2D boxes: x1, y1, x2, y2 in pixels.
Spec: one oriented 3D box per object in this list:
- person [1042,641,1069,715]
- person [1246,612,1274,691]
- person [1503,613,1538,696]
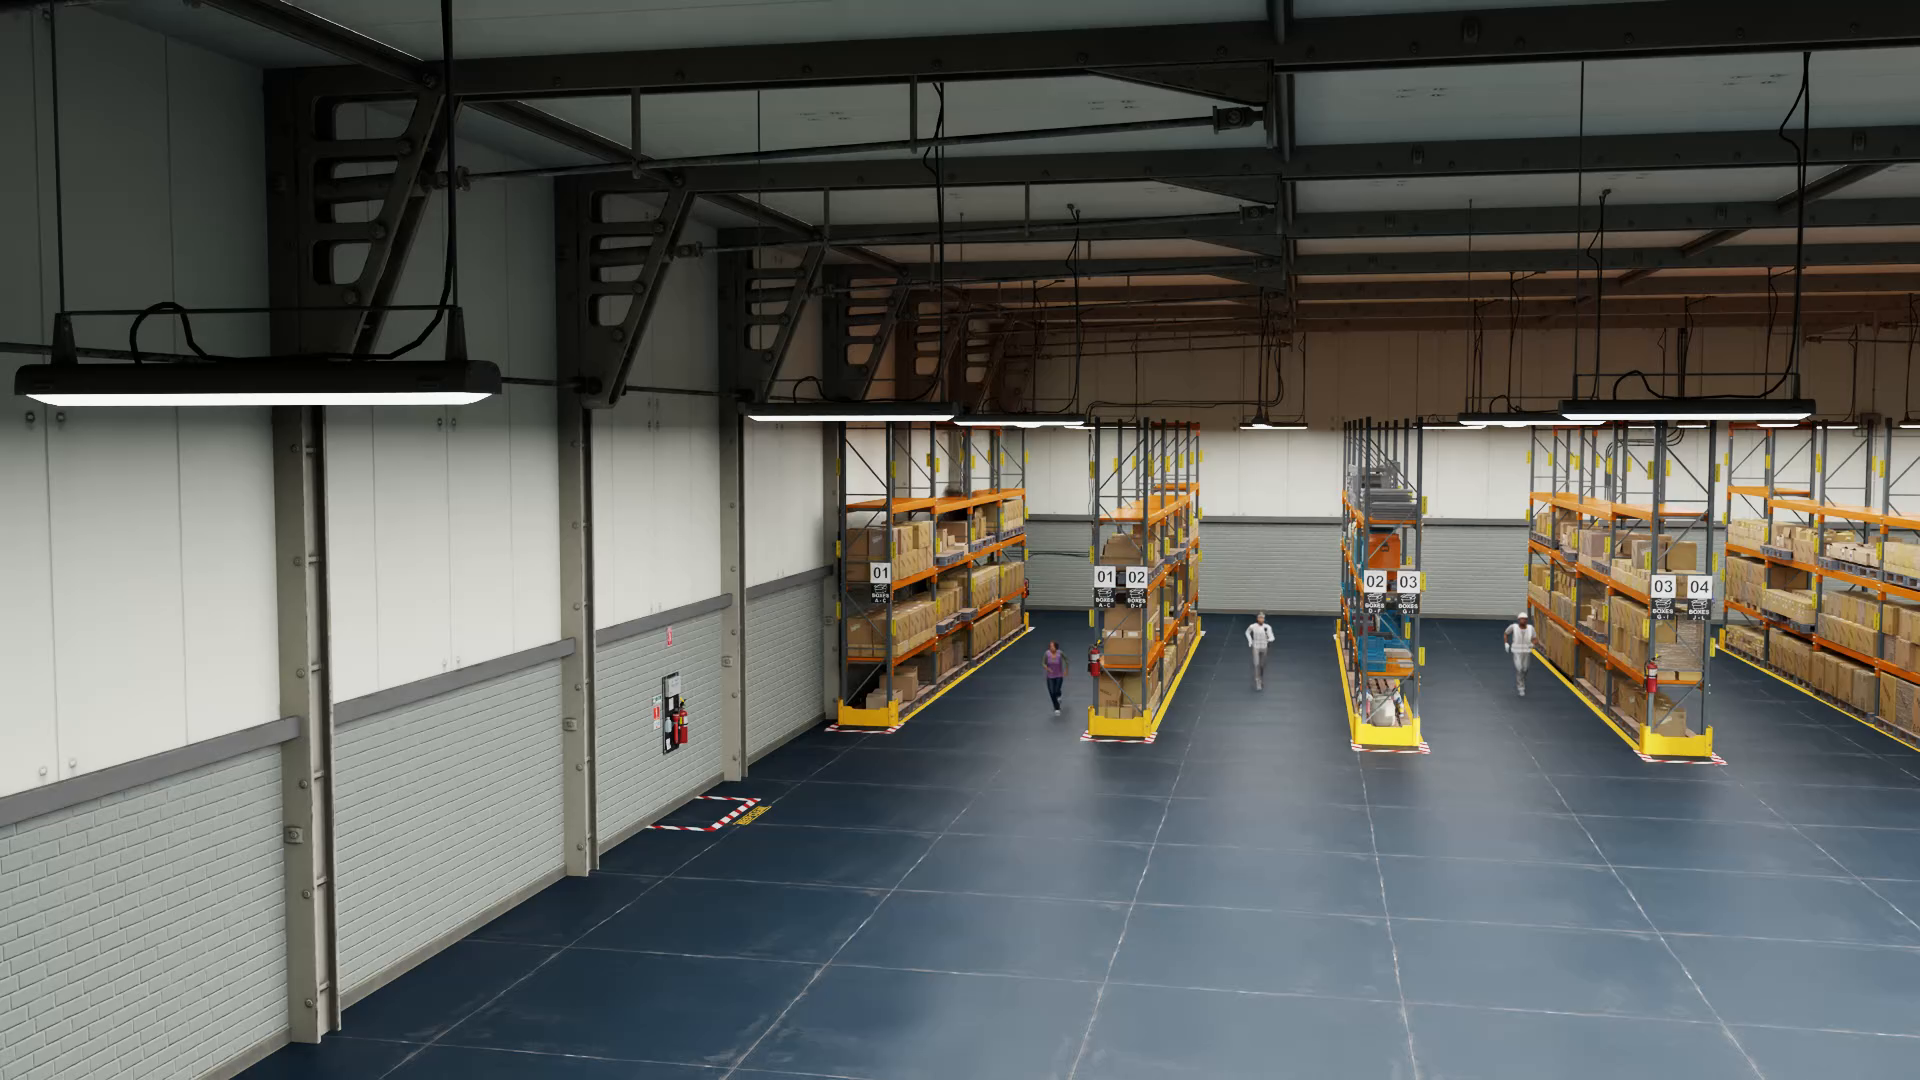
[{"bbox_3d":[1.920,2.791,33.591,0.515,1.519,0.652,1,4,15],"label":"person"},{"bbox_3d":[6.722,2.453,37.218,0.613,1.717,0.889,0,4,3],"label":"person"},{"bbox_3d":[12.308,2.493,36.490,0.702,1.826,0.845,0,4,5],"label":"person"}]
